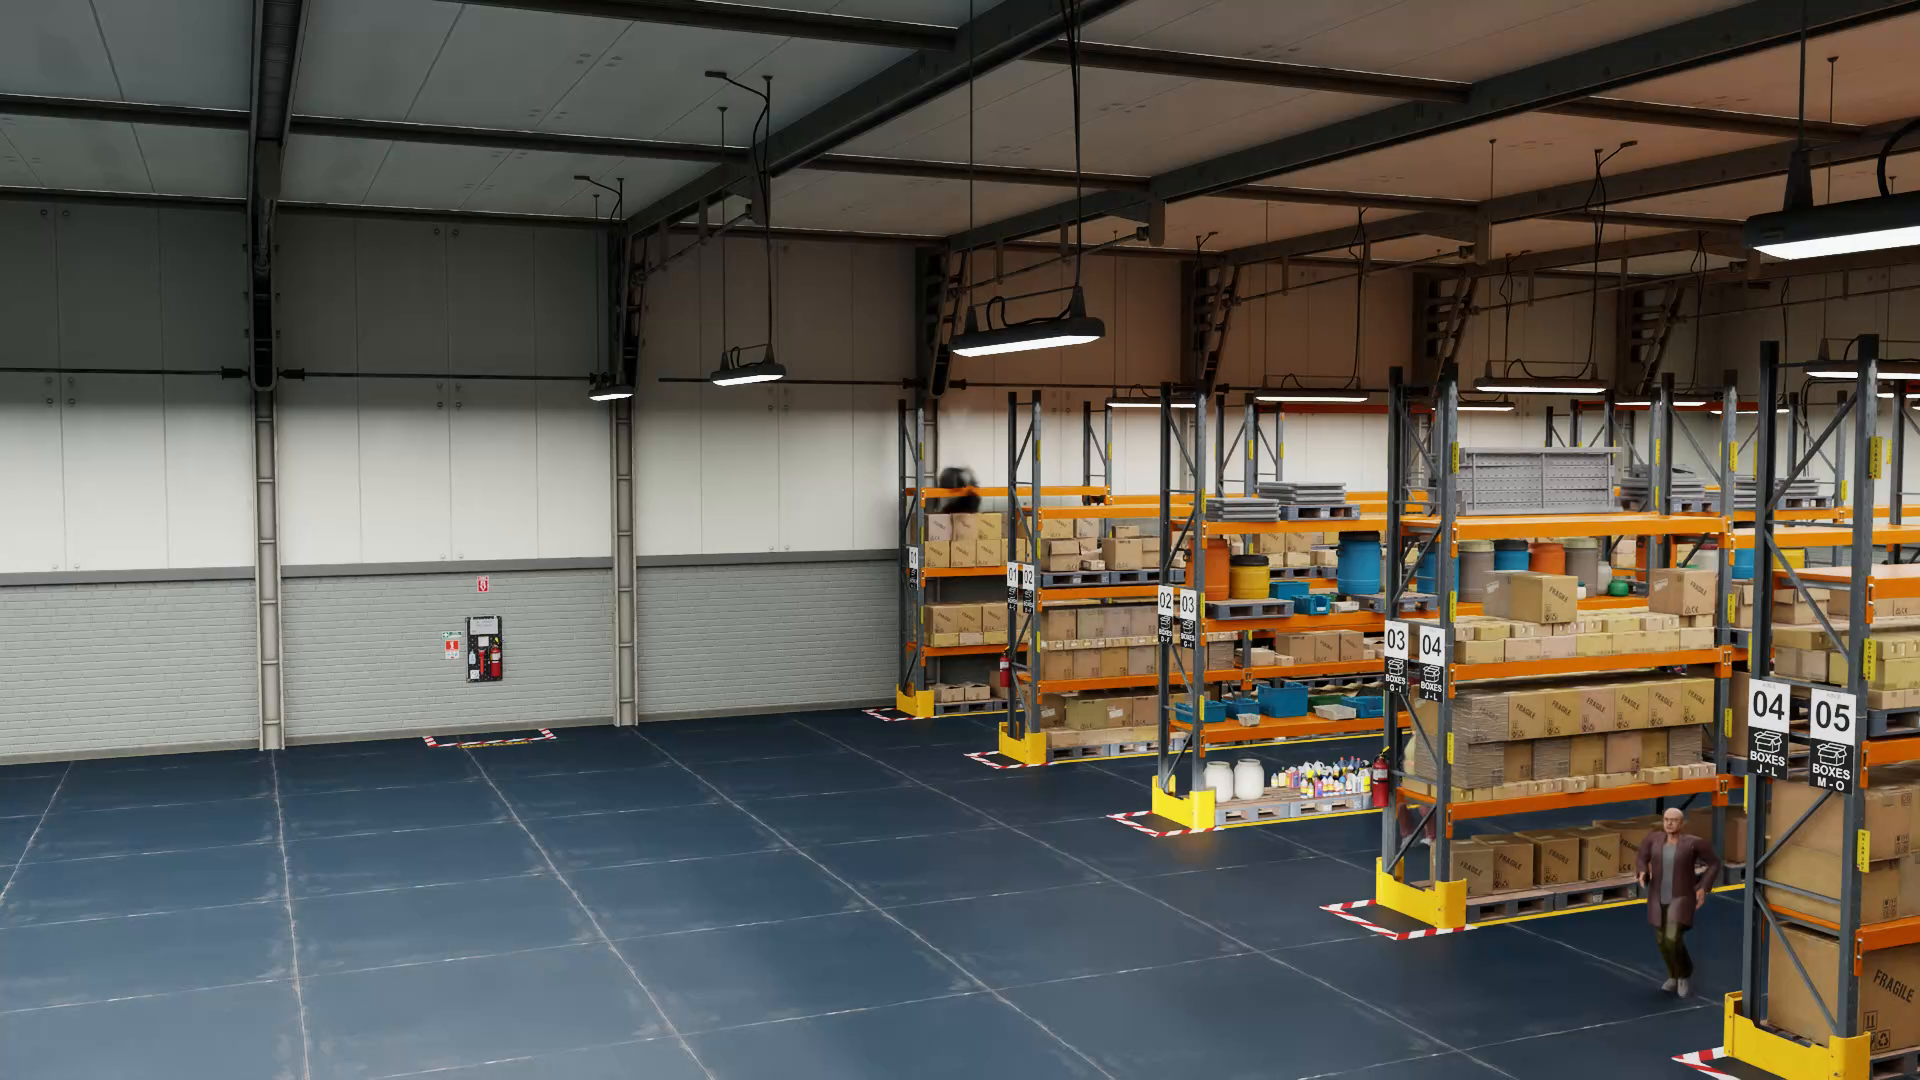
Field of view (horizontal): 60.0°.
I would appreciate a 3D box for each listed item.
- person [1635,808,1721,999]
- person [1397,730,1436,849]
[{"bbox_3d":[6.617,3.380,15.510,0.689,1.773,0.703,-3,5,-43],"label":"person"},{"bbox_3d":[5.814,3.093,21.108,0.703,1.700,0.546,-3,4,-38],"label":"person"}]
